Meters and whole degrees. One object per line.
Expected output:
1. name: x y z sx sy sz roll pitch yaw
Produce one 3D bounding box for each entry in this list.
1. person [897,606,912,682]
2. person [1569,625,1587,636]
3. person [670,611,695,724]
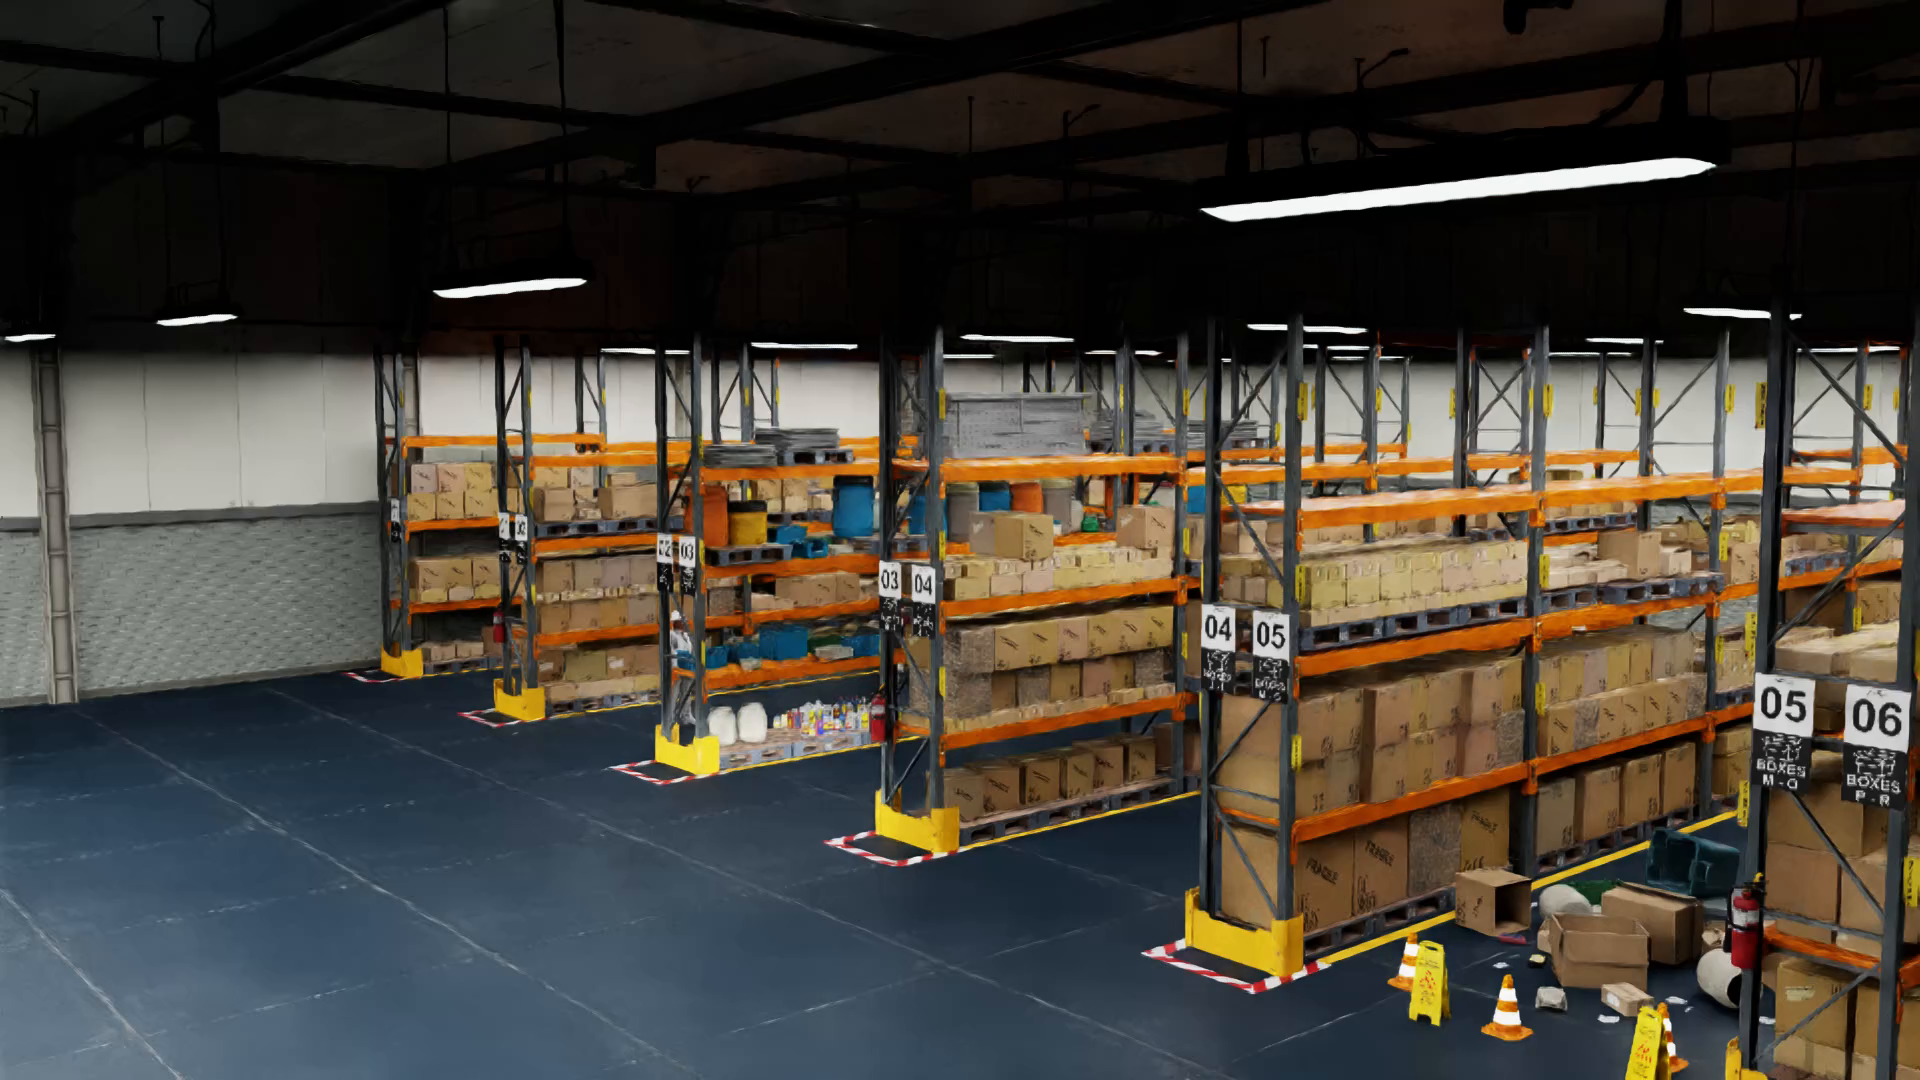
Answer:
1. person: -1.065 1.641 29.114 0.528 1.727 1.030 5 7 41
2. person: 9.218 2.041 24.782 1.106 1.703 0.568 -4 7 -38
3. person: -4.244 1.960 25.310 0.463 1.783 0.601 2 6 20
